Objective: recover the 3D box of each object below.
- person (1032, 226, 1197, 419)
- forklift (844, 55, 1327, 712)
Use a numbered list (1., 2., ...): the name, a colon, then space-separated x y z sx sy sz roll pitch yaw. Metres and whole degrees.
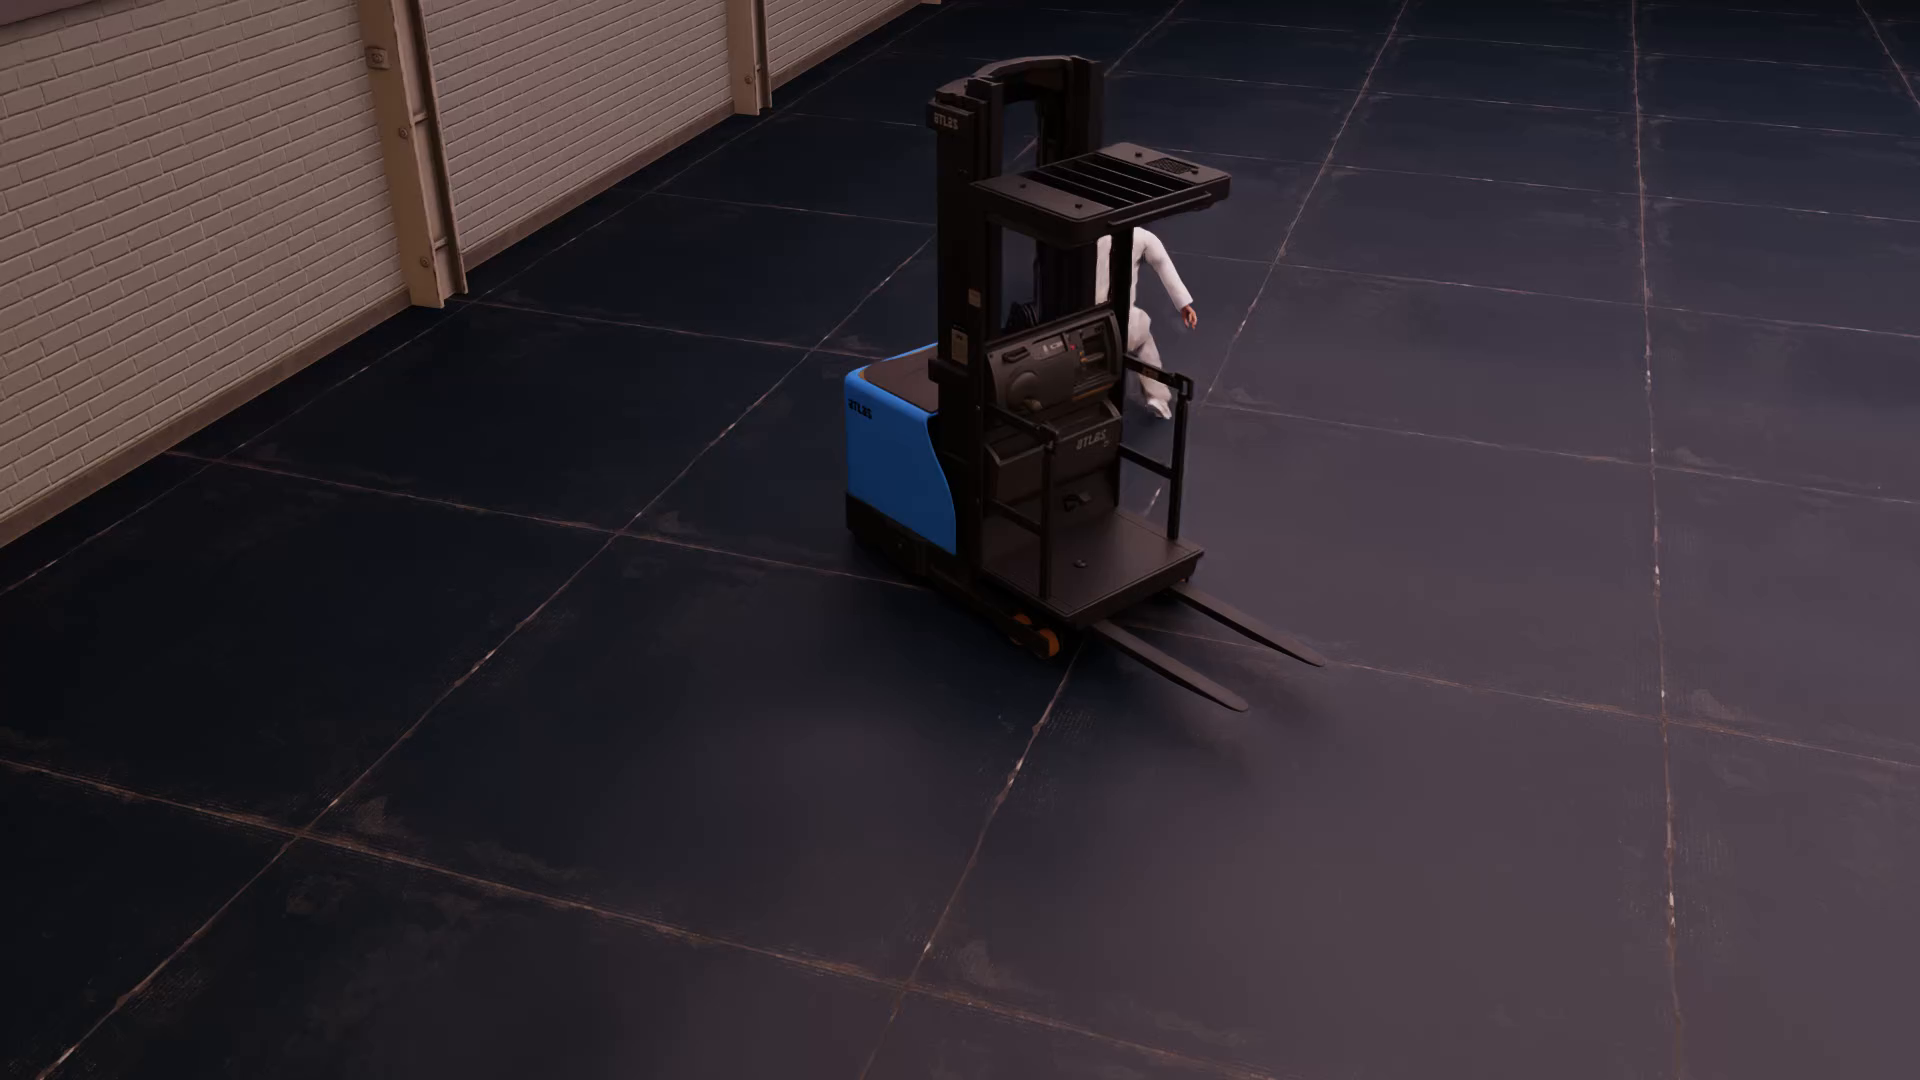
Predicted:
1. person: 1.030 -1.513 11.248 1.106 1.730 0.610 2 30 3
2. forklift: 0.651 -0.912 8.737 1.130 2.935 3.031 -23 37 -35
